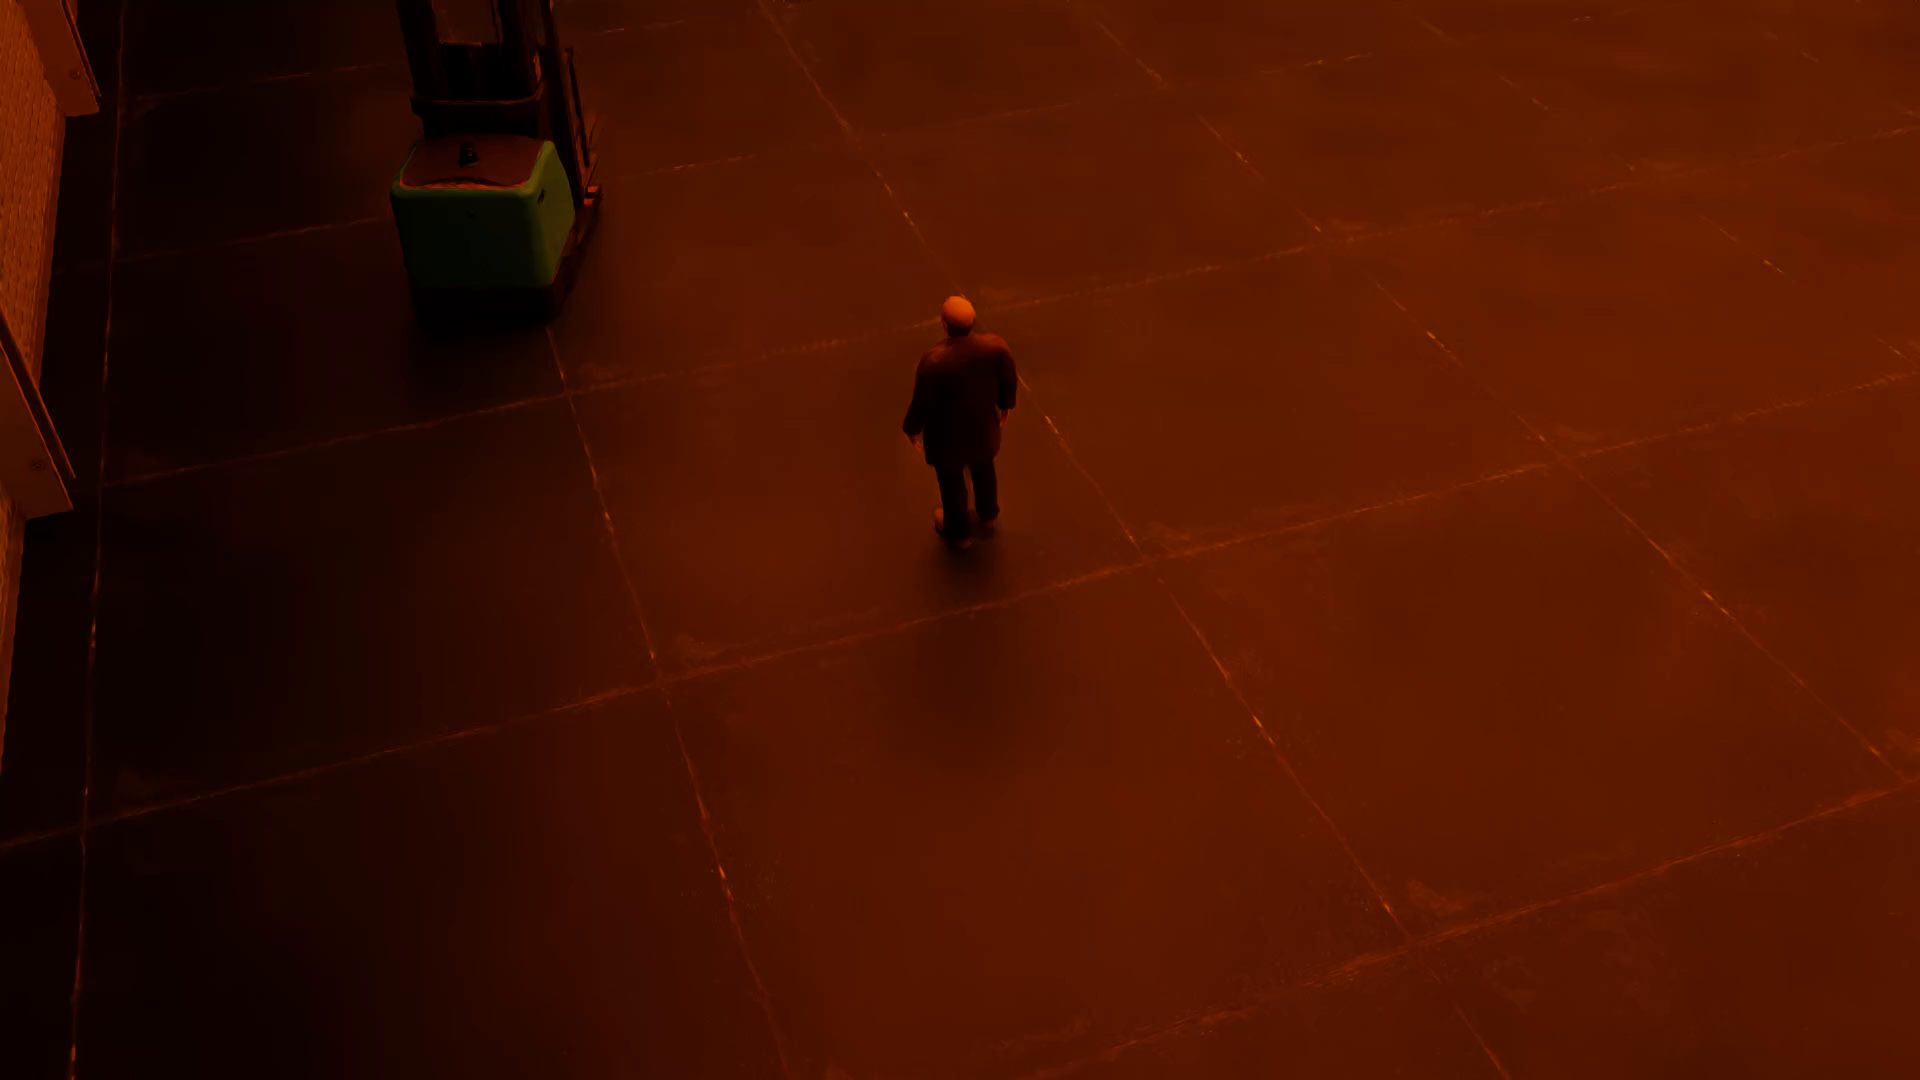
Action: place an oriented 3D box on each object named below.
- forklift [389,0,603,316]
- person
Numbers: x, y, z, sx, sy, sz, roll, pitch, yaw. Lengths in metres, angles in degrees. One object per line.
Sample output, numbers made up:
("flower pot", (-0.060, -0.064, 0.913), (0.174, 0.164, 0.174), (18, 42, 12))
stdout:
("forklift", (-3.466, -3.671, 12.369), (1.130, 2.935, 3.031), (0, 40, 0))
("person", (-0.027, -0.742, 9.766), (0.694, 1.776, 0.580), (-13, 42, -15))
